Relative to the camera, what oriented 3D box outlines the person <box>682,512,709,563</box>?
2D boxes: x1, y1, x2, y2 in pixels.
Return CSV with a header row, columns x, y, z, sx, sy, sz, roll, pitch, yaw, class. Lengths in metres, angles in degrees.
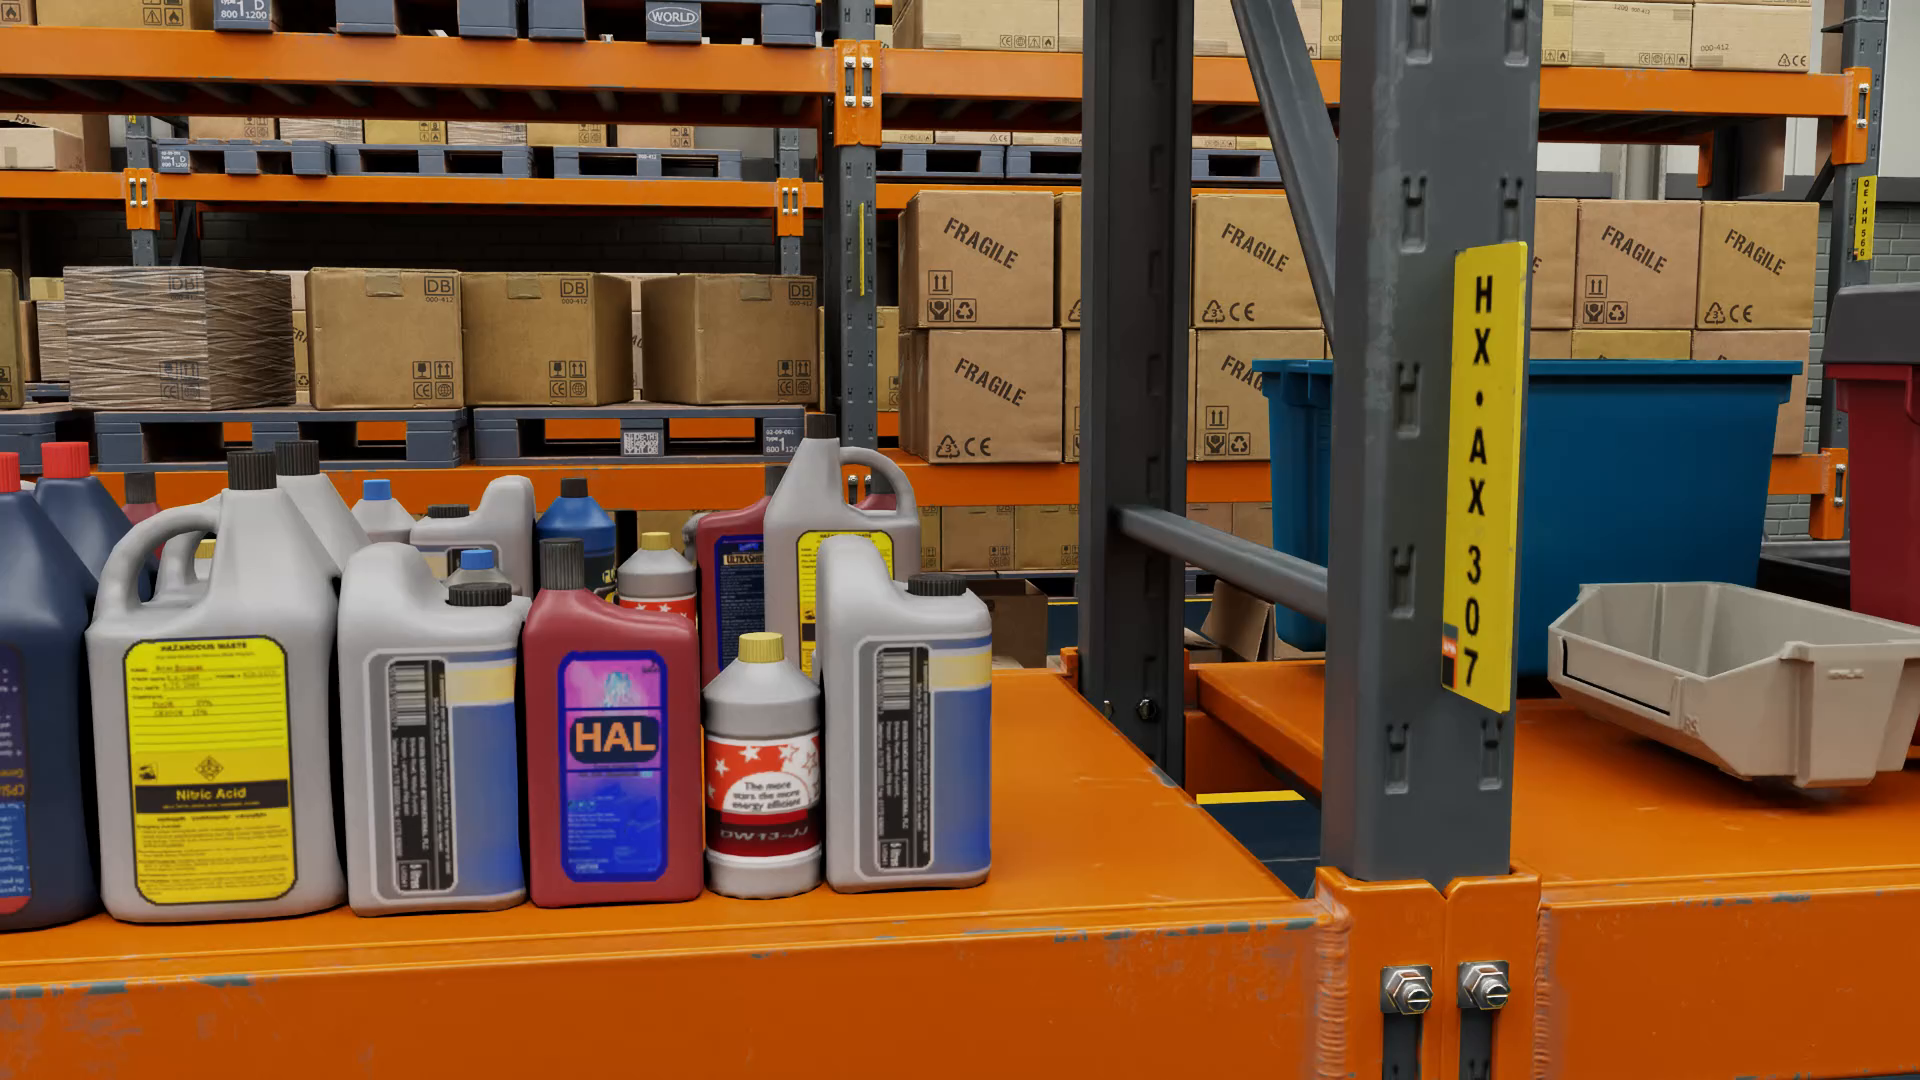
x,y,z,sx,sy,sz,roll,pitch,yaw,class
-0.957,0.329,8.159,0.872,0.953,0.507,-1,7,-12,person
